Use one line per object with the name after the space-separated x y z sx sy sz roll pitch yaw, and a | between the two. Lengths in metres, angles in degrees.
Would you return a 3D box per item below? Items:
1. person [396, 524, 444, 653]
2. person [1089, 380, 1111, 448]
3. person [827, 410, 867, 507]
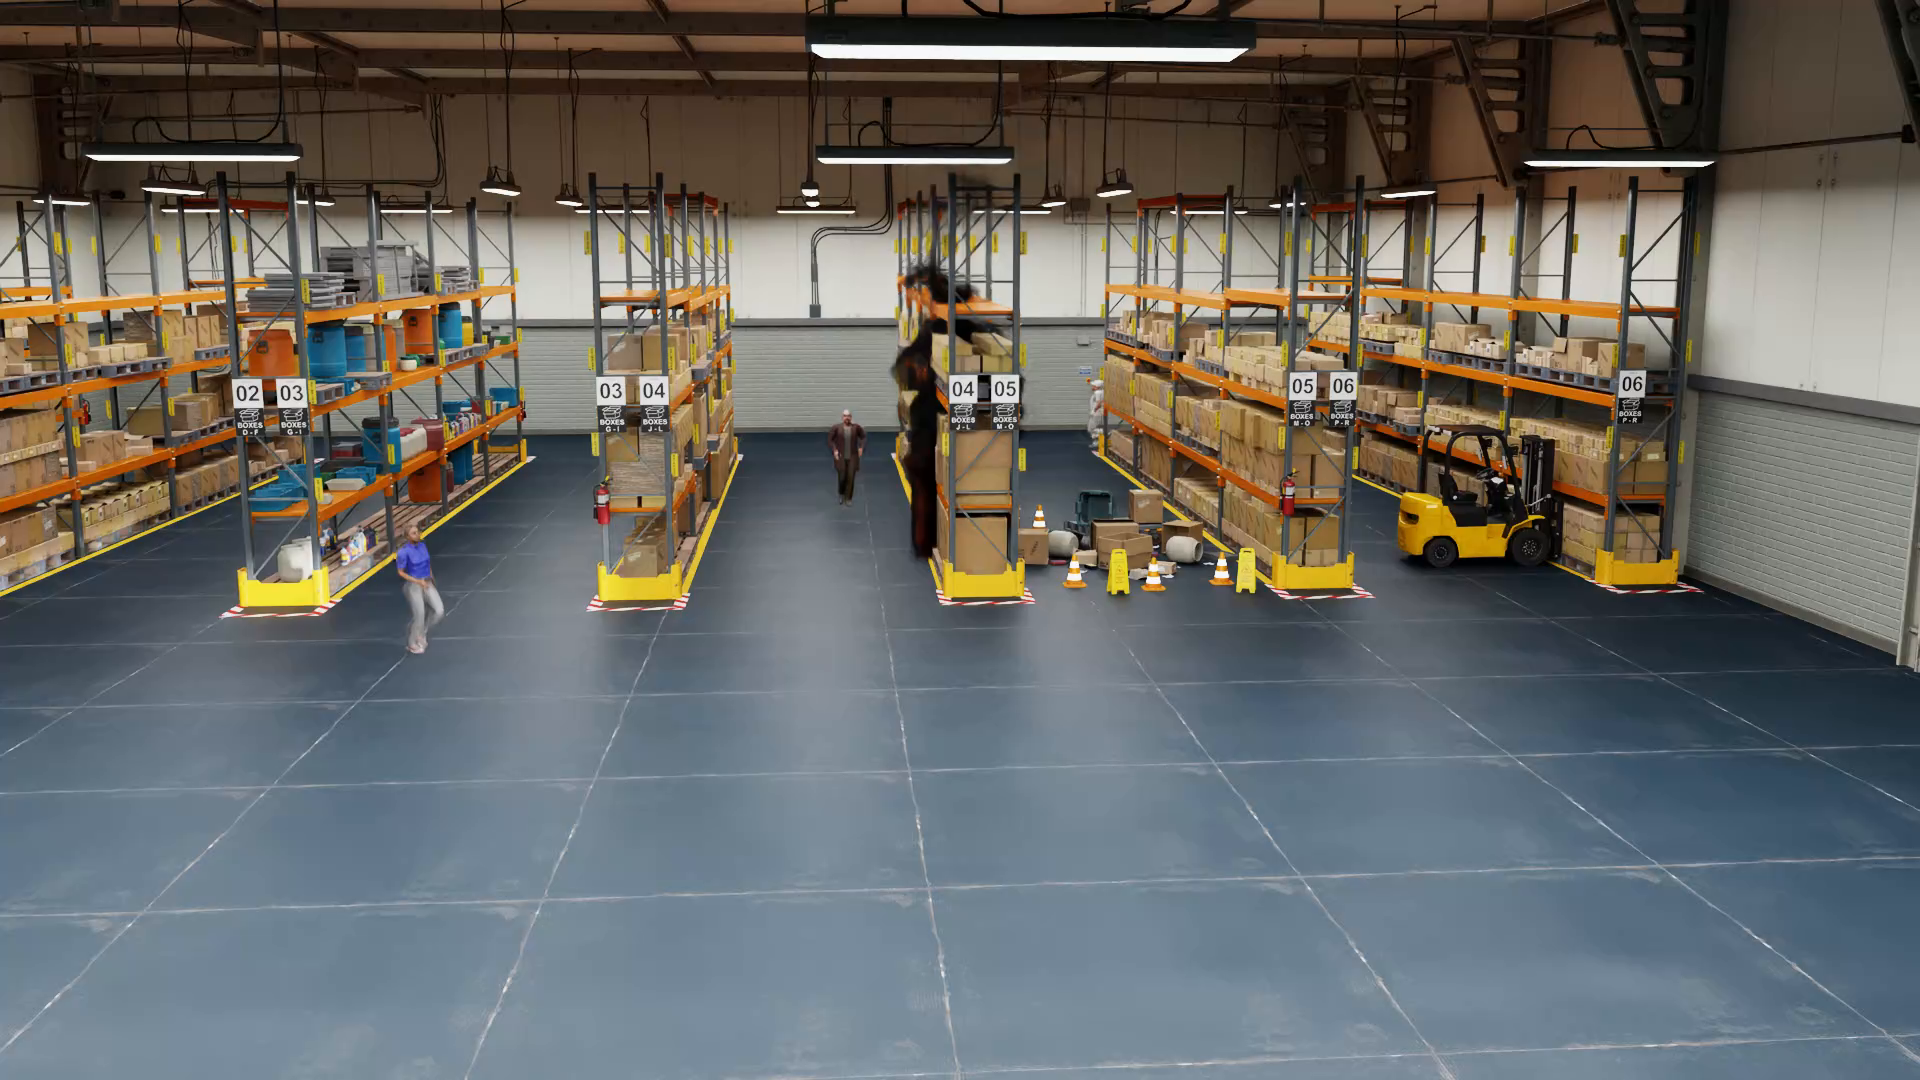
-6.695 0.602 20.653 0.544 1.615 0.590 6 11 29 | person
3.483 -3.135 41.532 0.617 1.726 0.740 3 10 16 | person
-2.069 -1.514 30.615 0.736 1.768 0.627 -1 10 -8 | person
